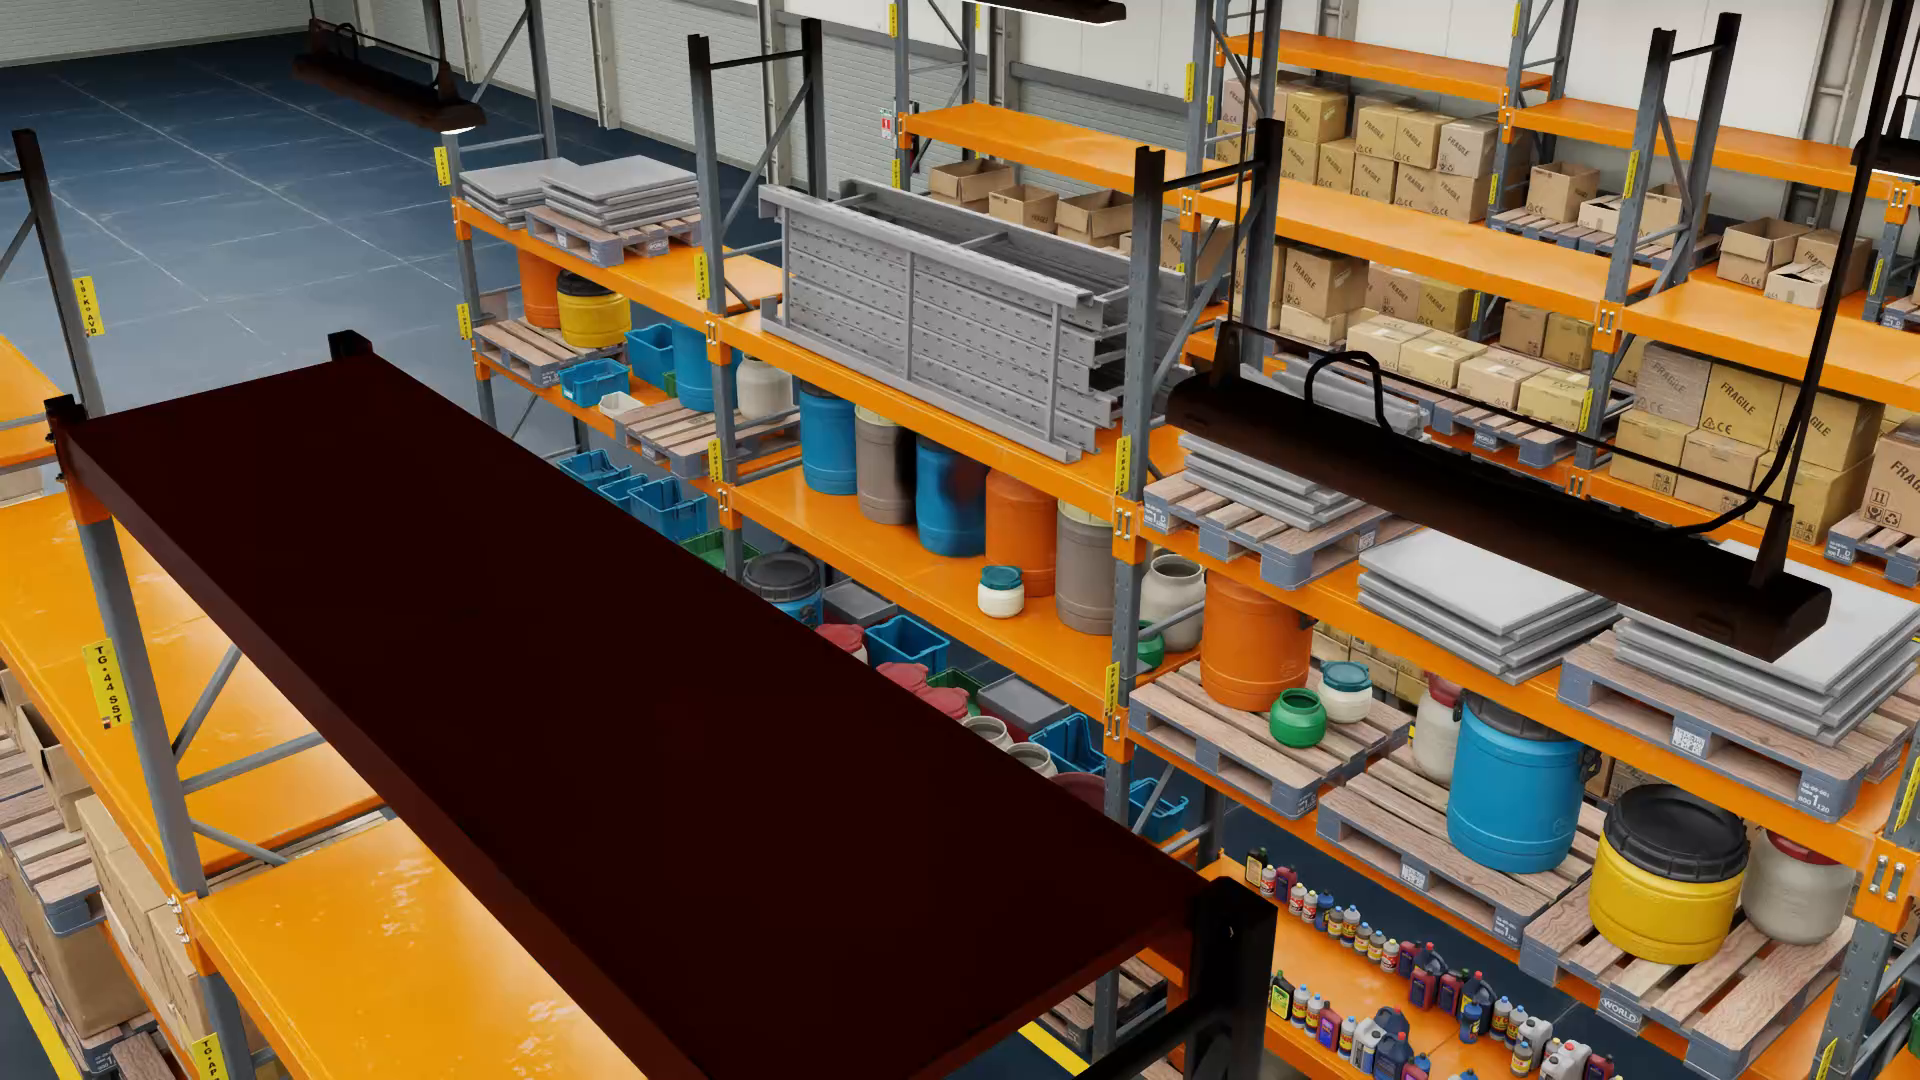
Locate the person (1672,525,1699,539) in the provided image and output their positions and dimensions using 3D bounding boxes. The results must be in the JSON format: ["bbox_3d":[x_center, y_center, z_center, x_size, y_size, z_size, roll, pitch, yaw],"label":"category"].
[{"bbox_3d":[6.145,0.560,14.538,0.696,1.721,1.060,-23,35,-37],"label":"person"}]

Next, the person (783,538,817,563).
[{"bbox_3d":[-1.521,0.156,15.535,0.334,1.743,0.523,-15,31,-27],"label":"person"}]
